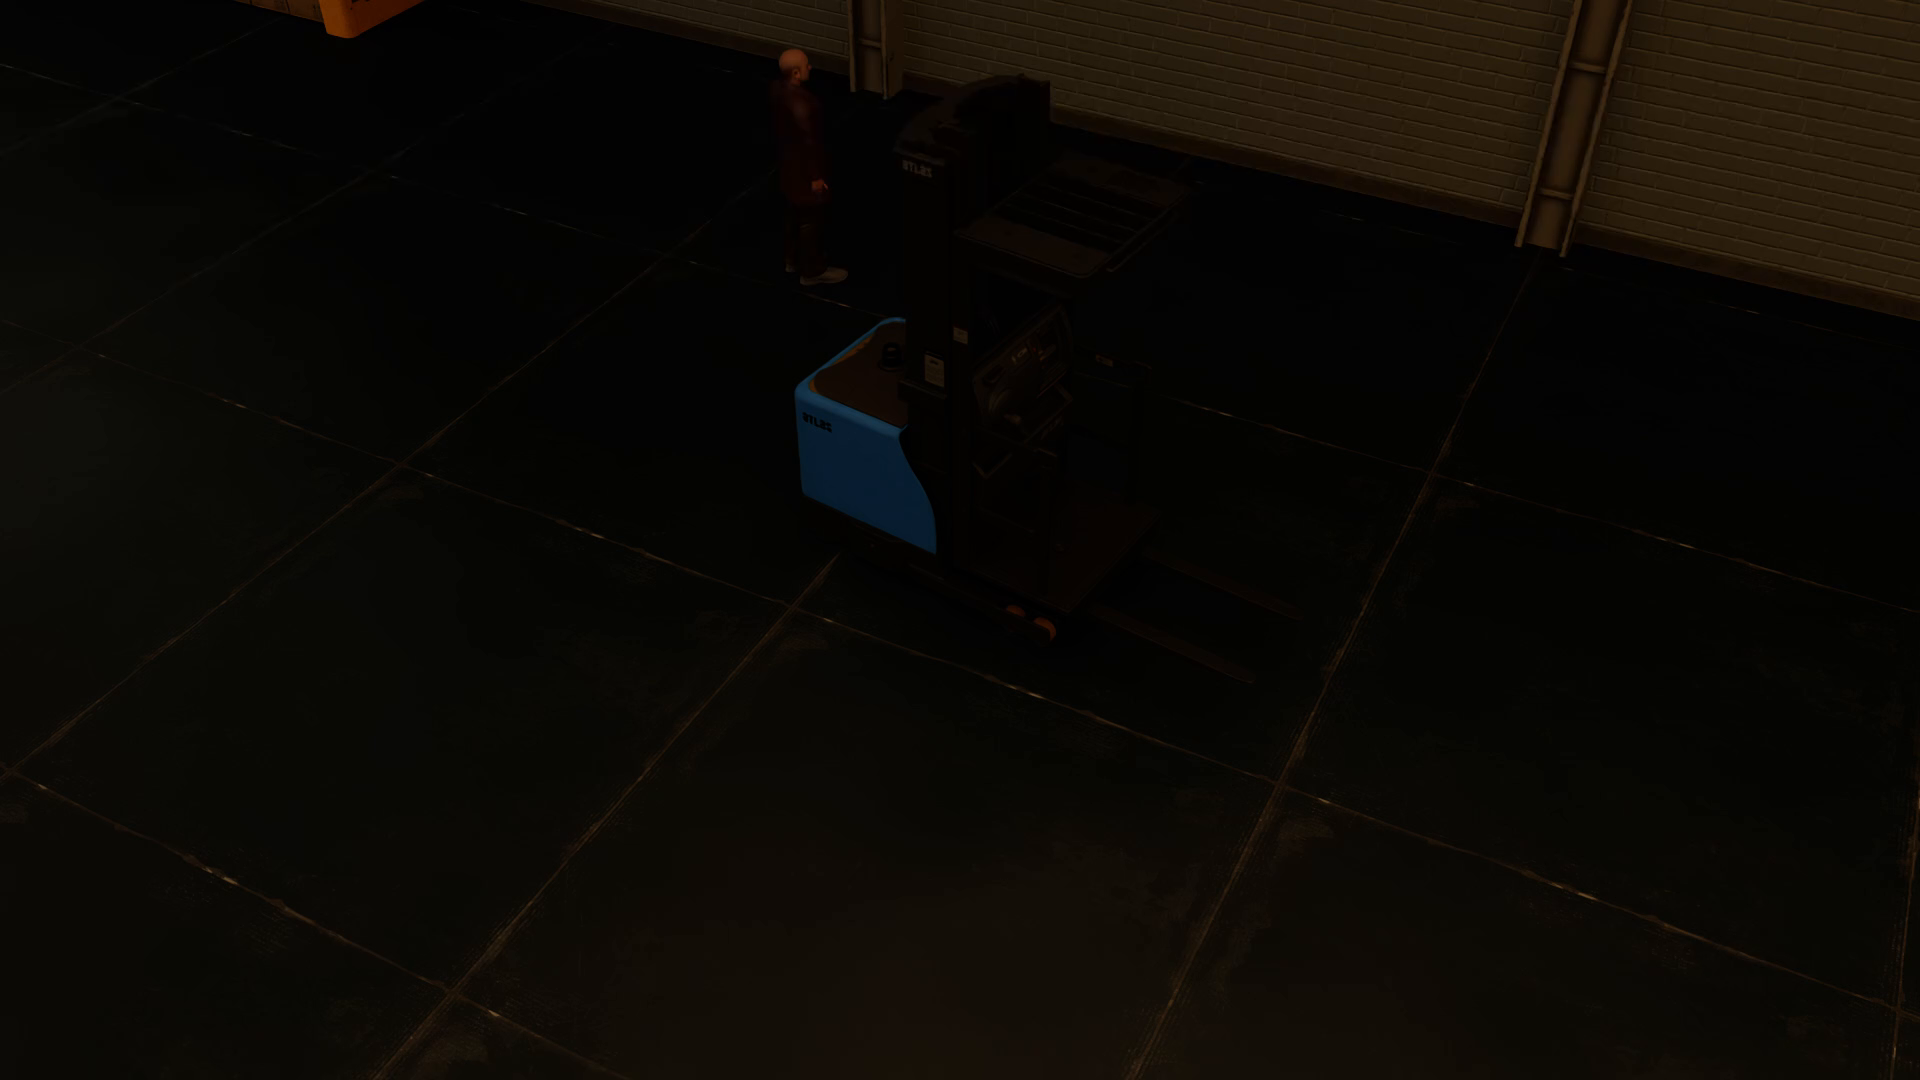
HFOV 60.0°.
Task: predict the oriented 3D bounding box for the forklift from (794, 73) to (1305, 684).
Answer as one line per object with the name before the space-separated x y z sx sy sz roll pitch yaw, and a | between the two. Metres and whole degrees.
forklift | 0.520 -0.904 9.060 3.031 2.935 1.130 24 46 26

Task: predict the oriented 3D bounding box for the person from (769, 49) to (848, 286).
person | -1.118 -2.733 12.122 0.382 1.783 0.563 -20 44 -22
